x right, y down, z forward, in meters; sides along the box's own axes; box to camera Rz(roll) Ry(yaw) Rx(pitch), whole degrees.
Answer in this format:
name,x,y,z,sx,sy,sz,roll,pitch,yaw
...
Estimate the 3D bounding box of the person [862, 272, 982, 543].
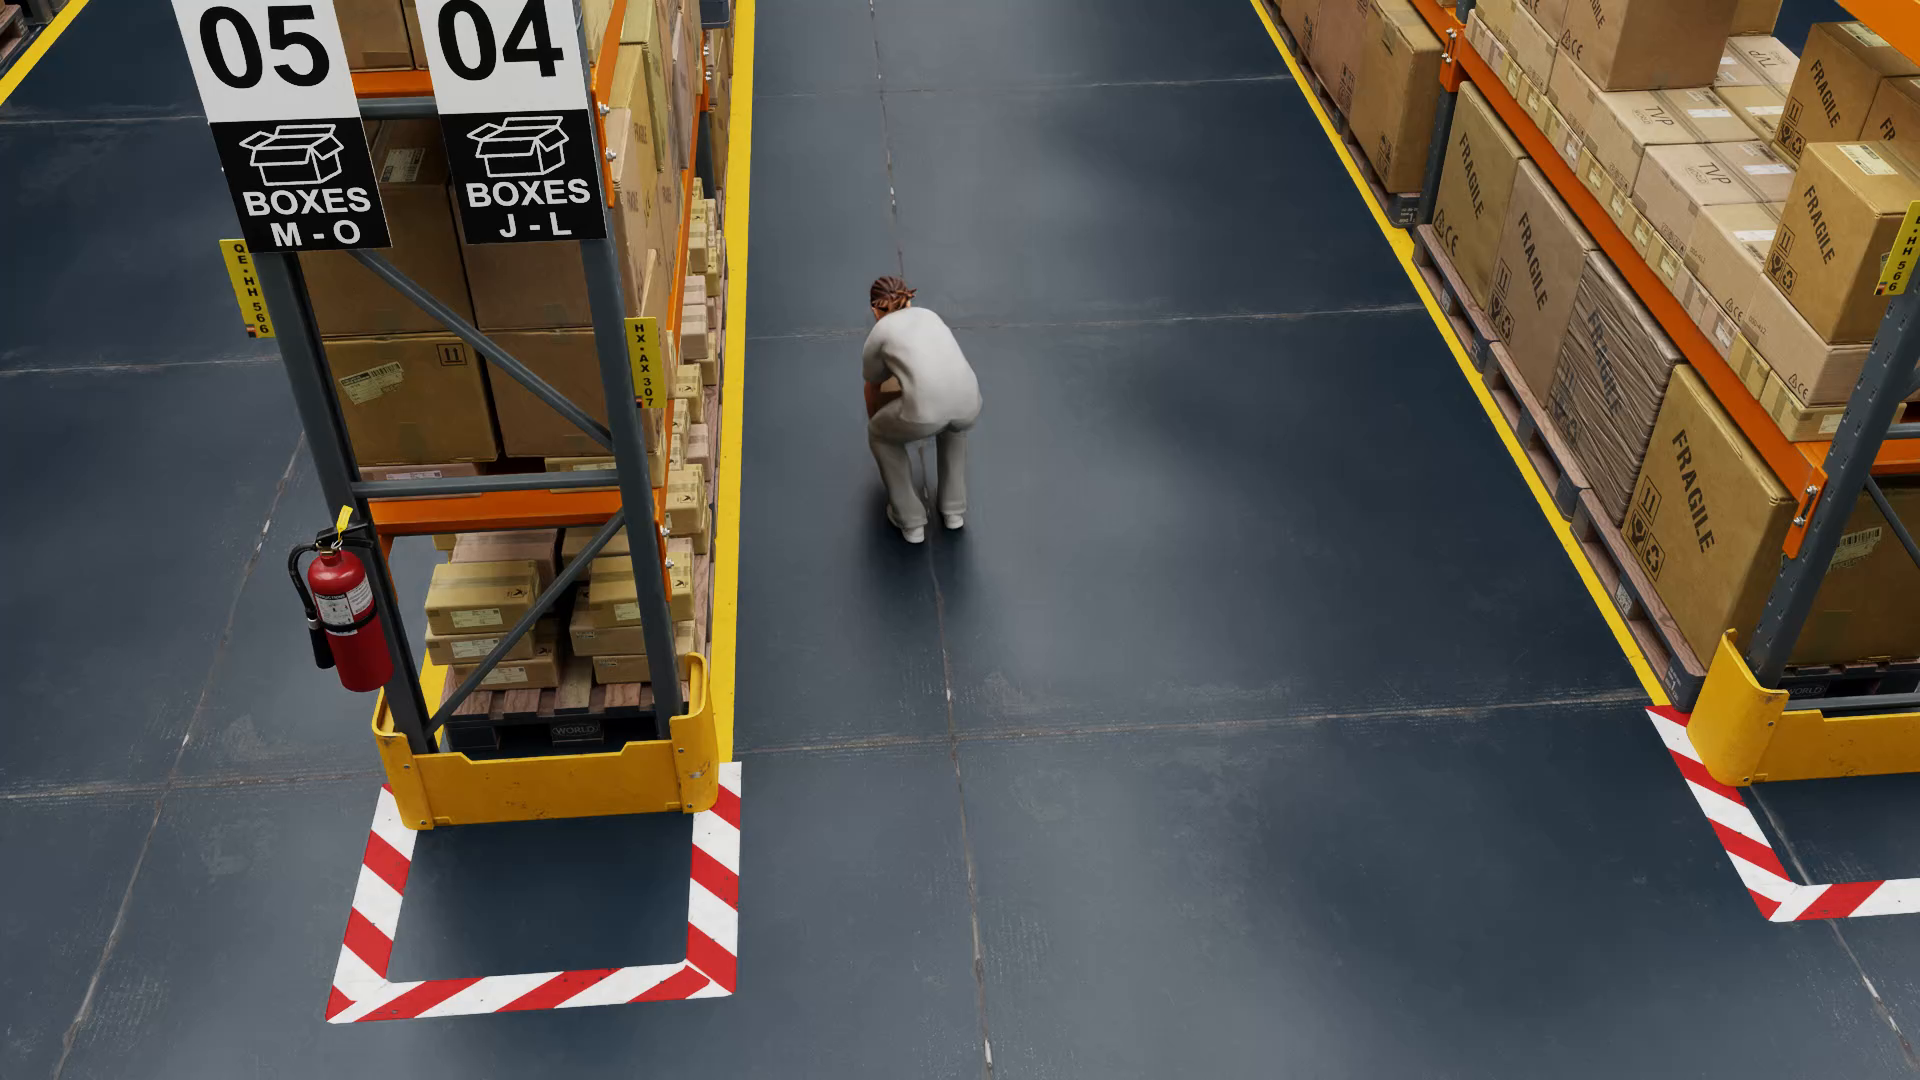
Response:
name,x,y,z,sx,sy,sz,roll,pitch,yaw
person,-0.195,-0.582,7.379,0.459,1.028,0.864,-13,41,-16
